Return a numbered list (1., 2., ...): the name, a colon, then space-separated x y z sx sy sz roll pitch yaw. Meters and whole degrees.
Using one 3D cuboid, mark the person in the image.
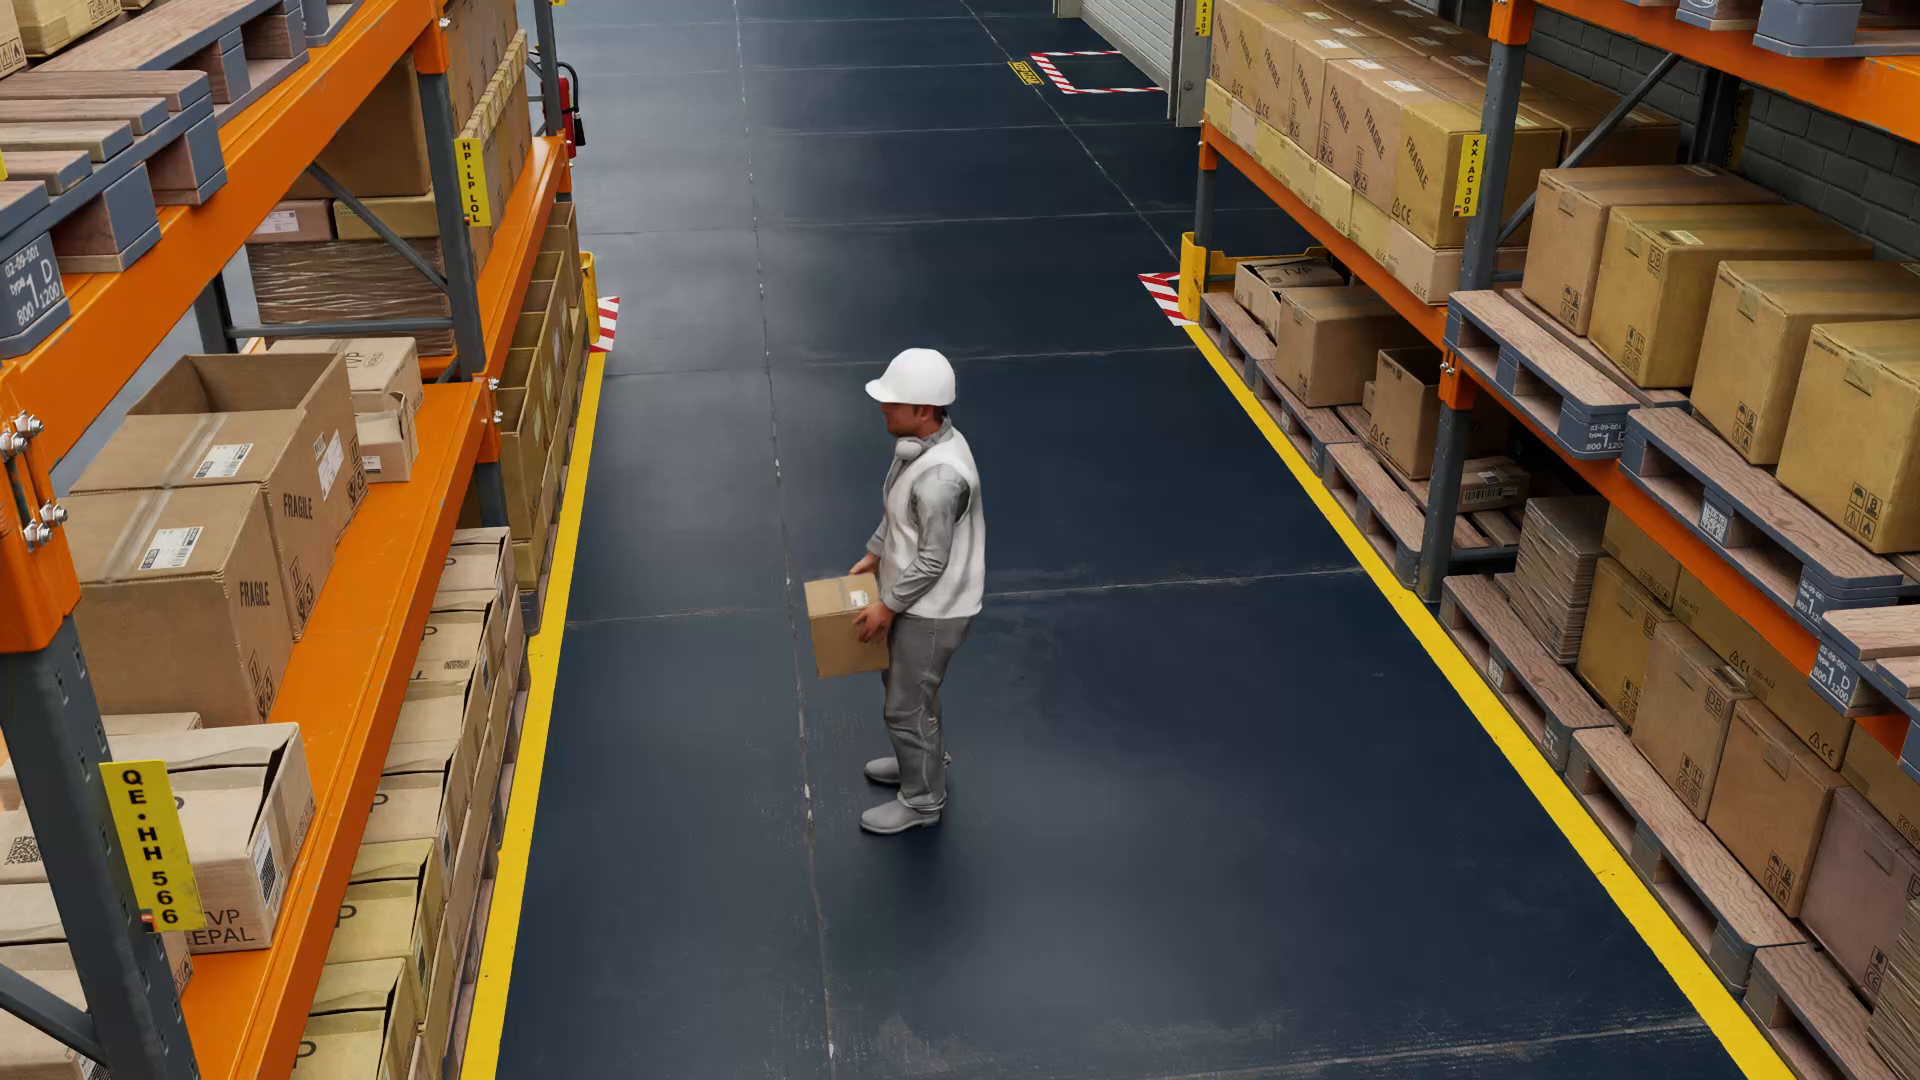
1. person: -0.150 0.183 5.720 0.470 1.779 0.546 -4 27 -8
